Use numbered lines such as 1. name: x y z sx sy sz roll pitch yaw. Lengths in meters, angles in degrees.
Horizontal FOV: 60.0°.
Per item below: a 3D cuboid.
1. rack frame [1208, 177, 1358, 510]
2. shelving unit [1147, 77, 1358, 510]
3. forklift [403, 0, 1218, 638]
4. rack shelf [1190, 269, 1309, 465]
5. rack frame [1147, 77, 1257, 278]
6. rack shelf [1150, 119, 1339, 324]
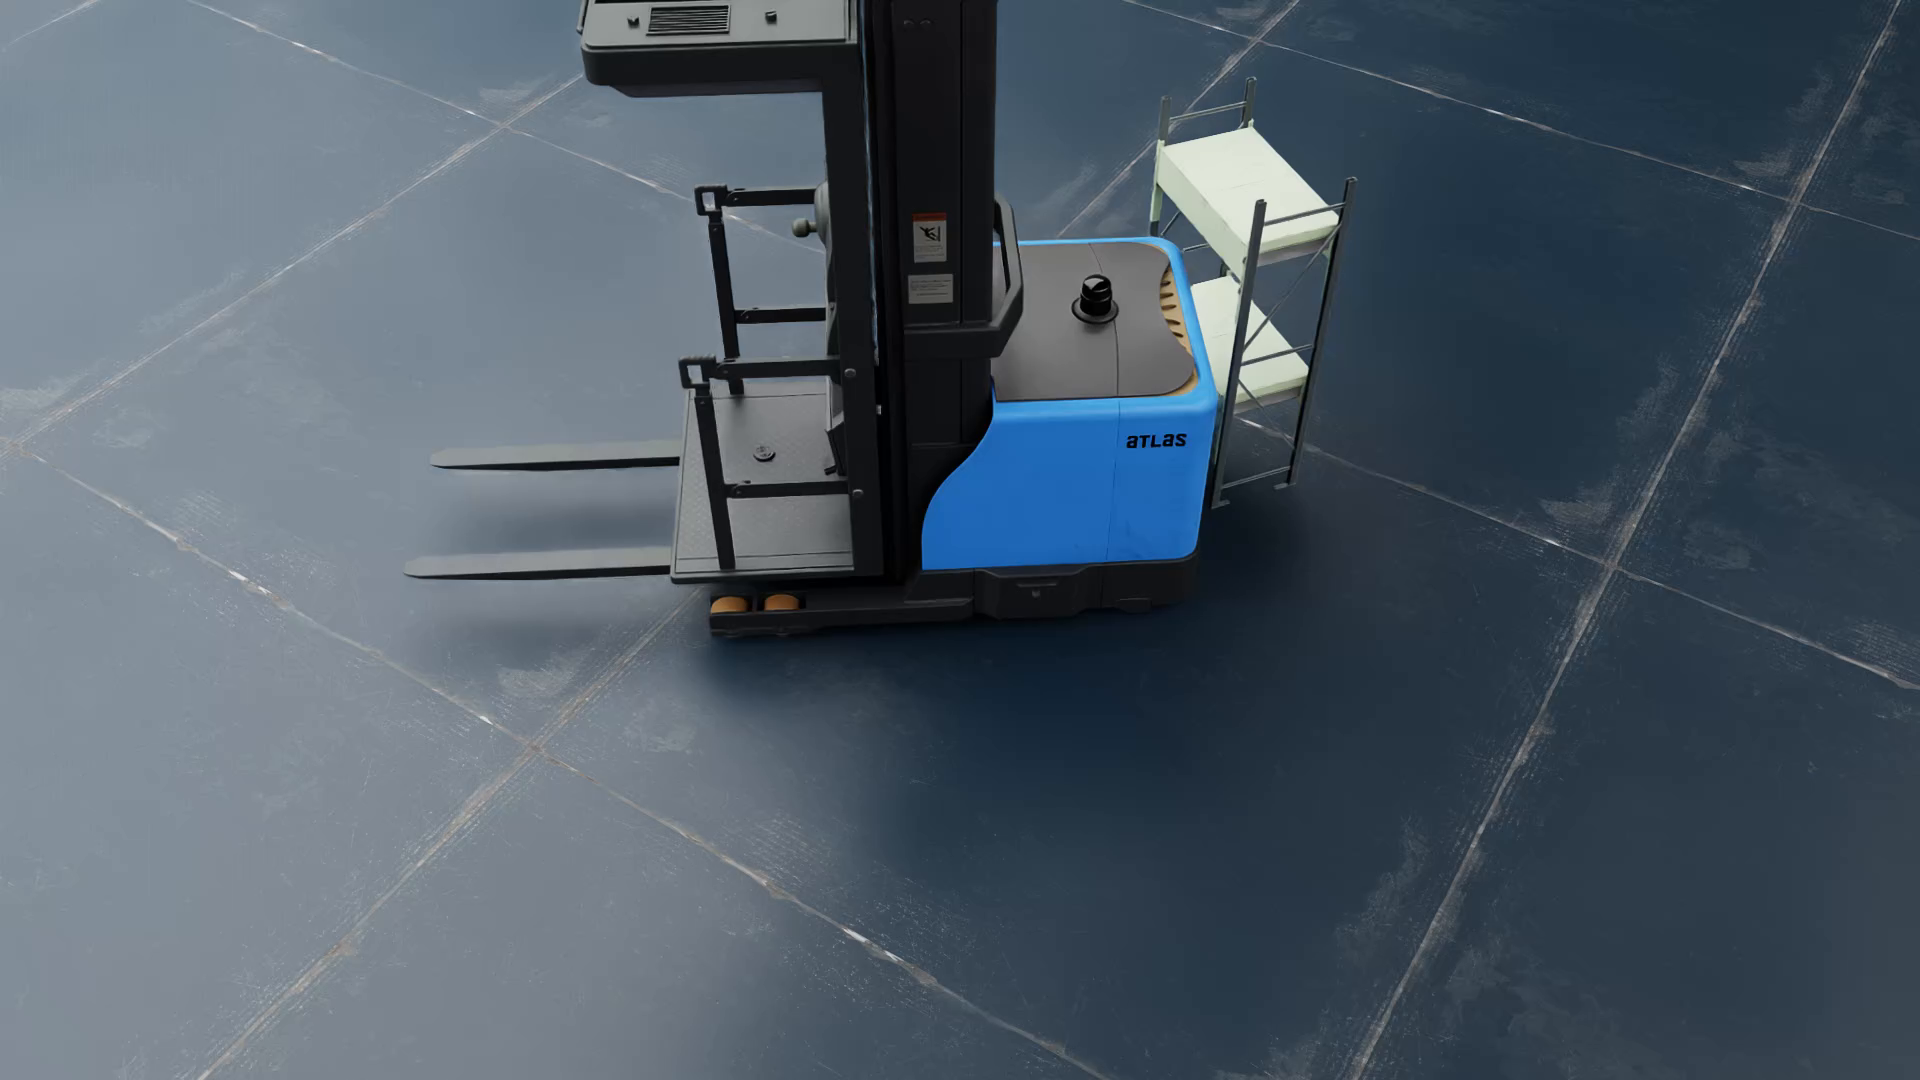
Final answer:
1. rack frame: 1.220 -0.709 6.392 0.400 1.500 0.023 -16 48 -15
2. shelving unit: 1.084 -0.953 6.629 0.431 1.500 0.755 -16 48 -15
3. forklift: -0.624 -1.039 5.716 3.031 2.935 1.130 -2 46 -2
4. rack shelf: 1.083 -0.725 6.863 0.431 0.370 0.720 -16 48 -15
5. rack frame: 0.948 -1.196 6.866 0.400 1.500 0.023 -16 48 -15
6. rack shelf: 1.085 -1.225 6.349 0.431 0.370 0.720 -16 48 -15
